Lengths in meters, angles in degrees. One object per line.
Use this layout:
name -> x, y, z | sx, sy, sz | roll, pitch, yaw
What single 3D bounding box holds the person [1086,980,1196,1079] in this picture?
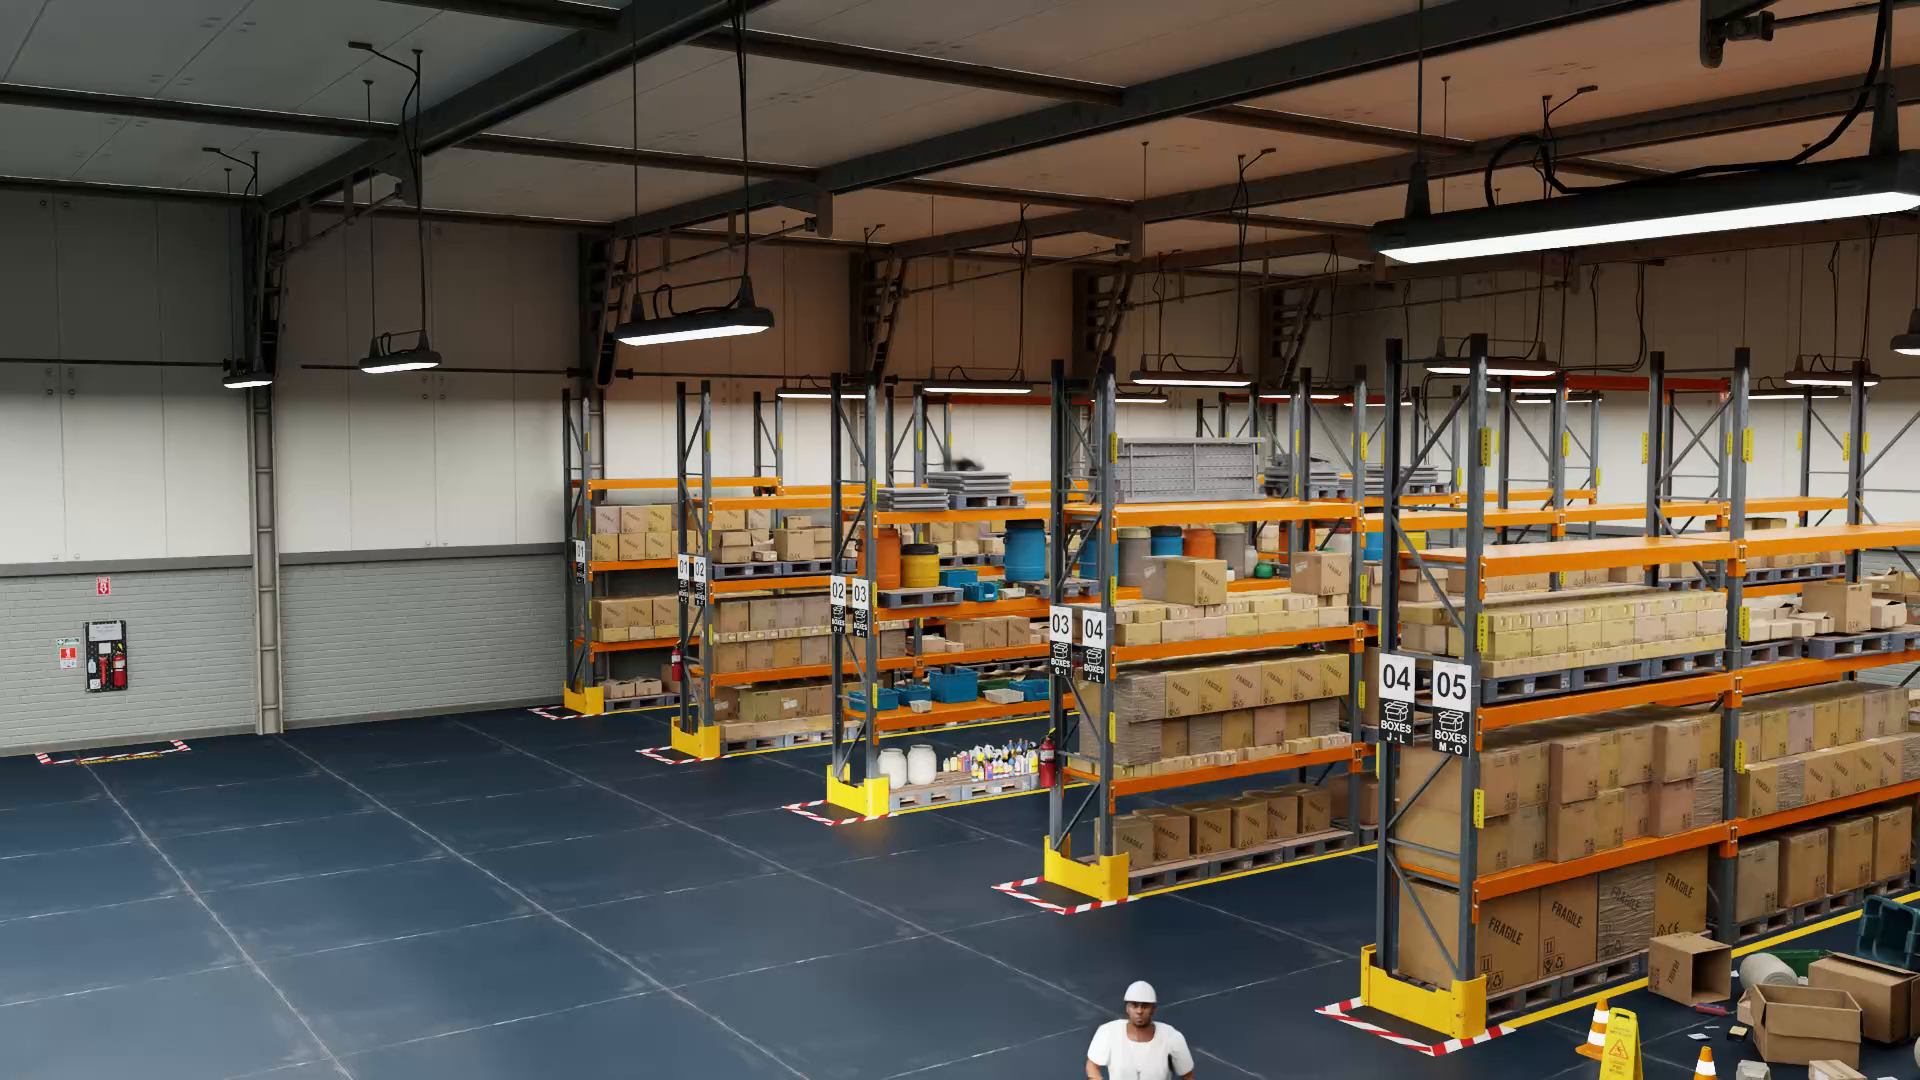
person -> 1.131, 3.631, 10.470 | 0.698, 1.718, 0.595 | 1, 4, 8
